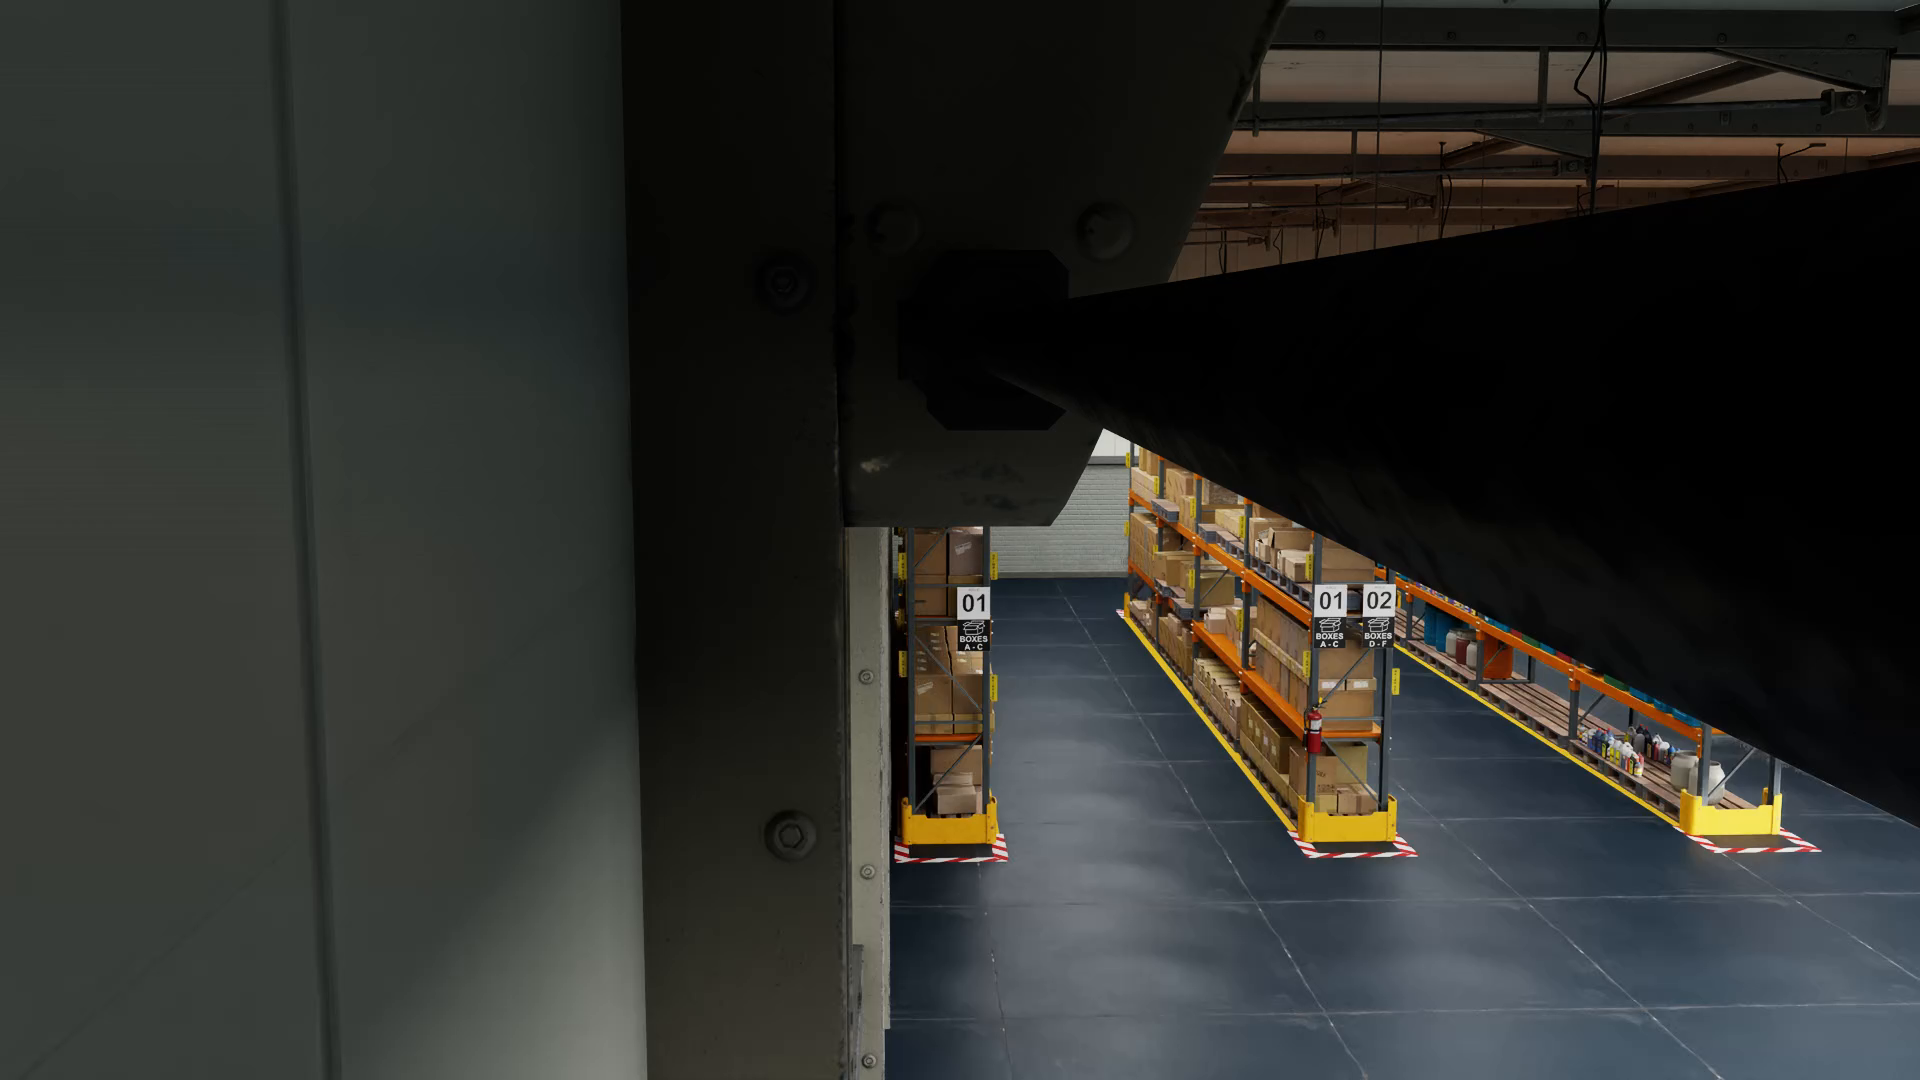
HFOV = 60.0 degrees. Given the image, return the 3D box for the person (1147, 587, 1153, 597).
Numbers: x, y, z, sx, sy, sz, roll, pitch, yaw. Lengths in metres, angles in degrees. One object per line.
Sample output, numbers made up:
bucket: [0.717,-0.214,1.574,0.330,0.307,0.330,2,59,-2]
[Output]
person: [4.548,0.665,37.969,0.632,1.687,0.691,5,9,35]
